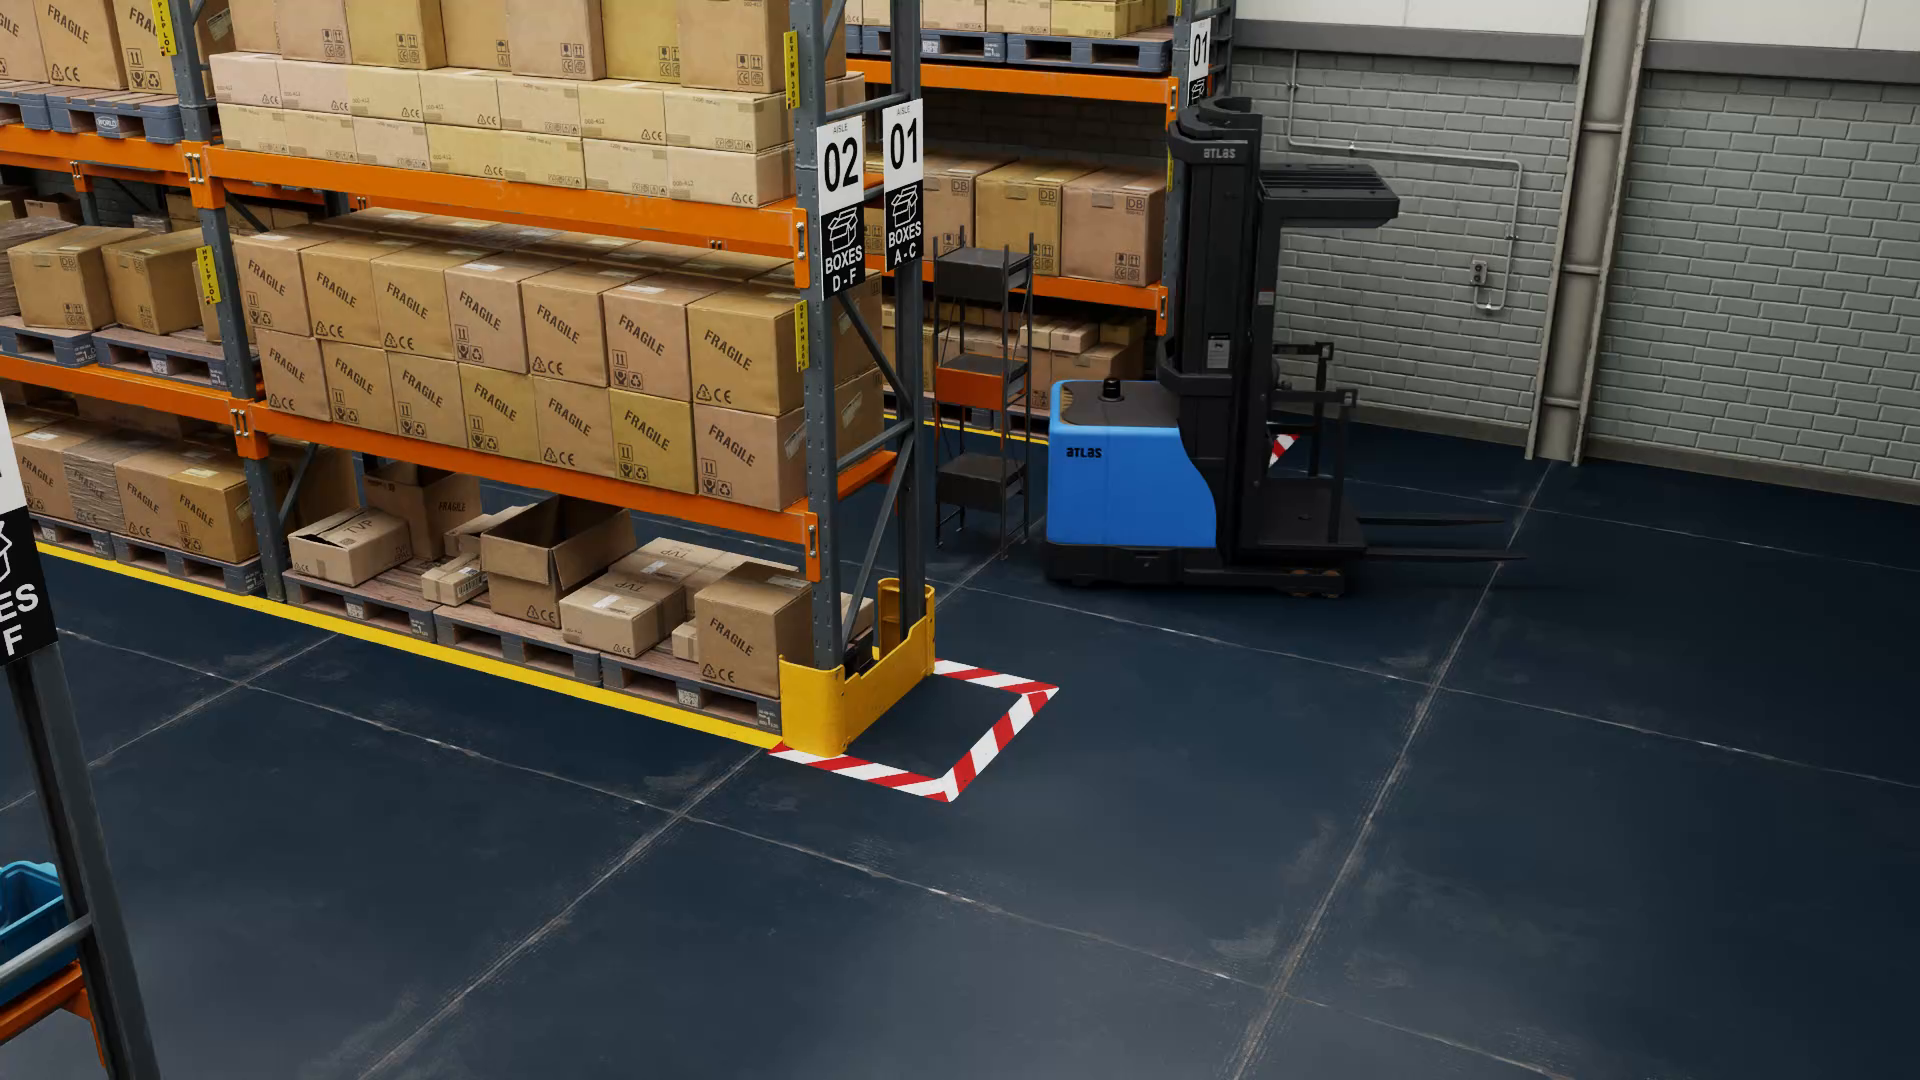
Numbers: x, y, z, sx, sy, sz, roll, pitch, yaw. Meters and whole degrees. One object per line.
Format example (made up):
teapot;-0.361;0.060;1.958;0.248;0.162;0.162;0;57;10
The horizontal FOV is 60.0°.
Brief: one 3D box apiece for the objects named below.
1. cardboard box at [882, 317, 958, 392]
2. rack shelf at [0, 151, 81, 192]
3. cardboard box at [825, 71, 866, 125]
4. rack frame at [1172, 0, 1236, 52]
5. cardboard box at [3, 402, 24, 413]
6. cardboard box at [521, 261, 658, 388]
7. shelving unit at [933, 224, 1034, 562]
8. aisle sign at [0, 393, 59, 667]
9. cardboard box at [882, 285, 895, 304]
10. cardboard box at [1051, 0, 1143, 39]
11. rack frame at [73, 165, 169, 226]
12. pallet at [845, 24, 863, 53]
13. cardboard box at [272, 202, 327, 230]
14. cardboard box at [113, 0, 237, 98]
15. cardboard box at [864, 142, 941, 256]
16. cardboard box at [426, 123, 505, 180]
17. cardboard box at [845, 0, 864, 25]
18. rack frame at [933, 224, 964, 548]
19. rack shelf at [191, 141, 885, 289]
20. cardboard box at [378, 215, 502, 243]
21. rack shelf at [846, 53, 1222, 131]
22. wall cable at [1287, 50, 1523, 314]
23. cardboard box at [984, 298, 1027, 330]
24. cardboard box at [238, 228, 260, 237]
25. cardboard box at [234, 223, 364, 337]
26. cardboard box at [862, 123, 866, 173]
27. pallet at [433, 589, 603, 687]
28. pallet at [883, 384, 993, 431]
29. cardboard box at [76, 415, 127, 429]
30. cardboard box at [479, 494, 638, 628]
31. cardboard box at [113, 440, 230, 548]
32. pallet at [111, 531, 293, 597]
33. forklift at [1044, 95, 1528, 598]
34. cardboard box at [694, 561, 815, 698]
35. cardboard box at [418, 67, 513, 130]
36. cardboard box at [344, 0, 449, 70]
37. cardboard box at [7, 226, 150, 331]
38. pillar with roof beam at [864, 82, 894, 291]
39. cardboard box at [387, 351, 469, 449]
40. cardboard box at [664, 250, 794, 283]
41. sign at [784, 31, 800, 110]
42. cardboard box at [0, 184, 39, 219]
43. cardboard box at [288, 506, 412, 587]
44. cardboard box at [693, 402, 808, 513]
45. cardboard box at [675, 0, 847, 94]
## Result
cardboard box;-0.283;-1.596;13.828;0.500;0.500;0.700;12;26;26
rack shelf;-10.732;-4.337;18.535;4.000;0.370;1.077;11;25;25
cardboard box;-0.811;-2.188;8.283;0.500;0.250;0.500;11;25;25
rack frame;1.762;-4.957;11.407;0.127;3.000;1.000;11;25;25
cardboard box;-6.862;-0.659;11.599;0.500;0.500;0.500;10;25;23
cardboard box;-1.907;-1.133;8.675;0.500;0.500;0.500;12;26;26
shelving unit;0.148;-0.937;10.770;0.503;2.100;0.431;11;25;25
aisle sign;-2.510;-0.023;4.150;0.004;0.787;0.394;11;25;25
cardboard box;-0.520;-2.032;14.024;0.250;0.149;0.380;10;25;23
cardboard box;0.989;-3.783;12.008;0.500;0.250;0.500;12;26;26
rack frame;-8.947;-4.315;17.563;0.127;3.000;1.000;11;25;25
pallet;-1.082;-4.094;13.324;1.213;0.211;1.003;11;25;25
cardboard box;-6.524;-3.237;16.703;0.500;0.250;0.500;12;26;26
cardboard box;-4.456;-2.952;9.733;0.600;0.600;0.600;9;25;20
cardboard box;-0.682;-2.808;13.637;0.700;0.700;0.980;11;25;23
cardboard box;-2.379;-2.045;8.585;0.500;0.250;0.500;11;25;25
cardboard box;-0.862;-4.144;12.856;0.500;0.250;0.500;11;25;23
rack frame;-0.070;-0.980;10.872;0.015;2.100;0.400;11;25;25
rack shelf;-2.255;-1.868;8.895;4.000;0.370;1.077;11;25;25
cardboard box;-3.013;-1.589;9.749;0.500;0.500;0.500;11;25;24
rack shelf;-0.023;-3.598;12.965;4.000;0.370;1.077;11;25;25
wall cable;3.332;-2.768;12.627;1.851;1.984;0.084;11;25;25
cardboard box;0.391;-1.852;13.601;0.250;0.149;0.380;12;26;25
cardboard box;-6.907;-2.979;17.054;0.500;0.500;0.700;11;25;24
cardboard box;-3.746;-1.496;9.530;0.500;0.500;0.500;12;26;26
cardboard box;-0.813;-1.956;8.376;0.500;0.250;0.500;11;25;25
pallet;-2.334;0.448;9.926;1.213;0.211;1.003;11;25;25
pallet;-0.072;-1.242;13.902;1.213;0.211;1.003;11;25;25
cardboard box;-5.736;-0.665;11.612;0.500;0.500;0.500;10;25;23
cardboard box;-2.360;0.105;9.799;0.637;0.503;0.797;11;25;25
cardboard box;-5.046;-0.301;10.757;0.500;0.500;0.500;11;26;25
pallet;-4.782;-0.019;11.024;1.213;0.211;1.003;11;25;25
forklift;2.073;-1.204;10.335;3.031;2.935;1.130;1;23;3
cardboard box;-1.066;0.473;8.938;0.500;0.500;0.500;11;25;25
cardboard box;-2.383;-2.272;8.480;0.500;0.250;0.500;11;25;25
cardboard box;-2.757;-2.762;8.673;0.500;0.500;0.700;11;25;25
cardboard box;-5.644;-1.701;10.753;0.500;0.500;0.700;5;24;11
pillar with roof beam;-2.735;-4.338;9.952;0.400;9.000;9.100;11;25;25
cardboard box;-2.804;-0.854;9.297;0.500;0.500;0.500;11;25;24
cardboard box;-1.217;-1.231;8.907;0.500;0.500;0.500;11;26;25
sign;-0.738;-2.063;7.303;0.005;0.325;0.100;11;25;25
cardboard box;-10.799;-3.672;18.684;0.500;0.500;0.700;10;25;21
cardboard box;-3.762;0.013;10.260;0.500;0.311;0.500;11;25;25
cardboard box;-0.992;-0.495;8.454;0.500;0.500;0.500;12;26;26
cardboard box;-0.936;-2.437;7.909;0.500;0.500;0.700;11;25;25
